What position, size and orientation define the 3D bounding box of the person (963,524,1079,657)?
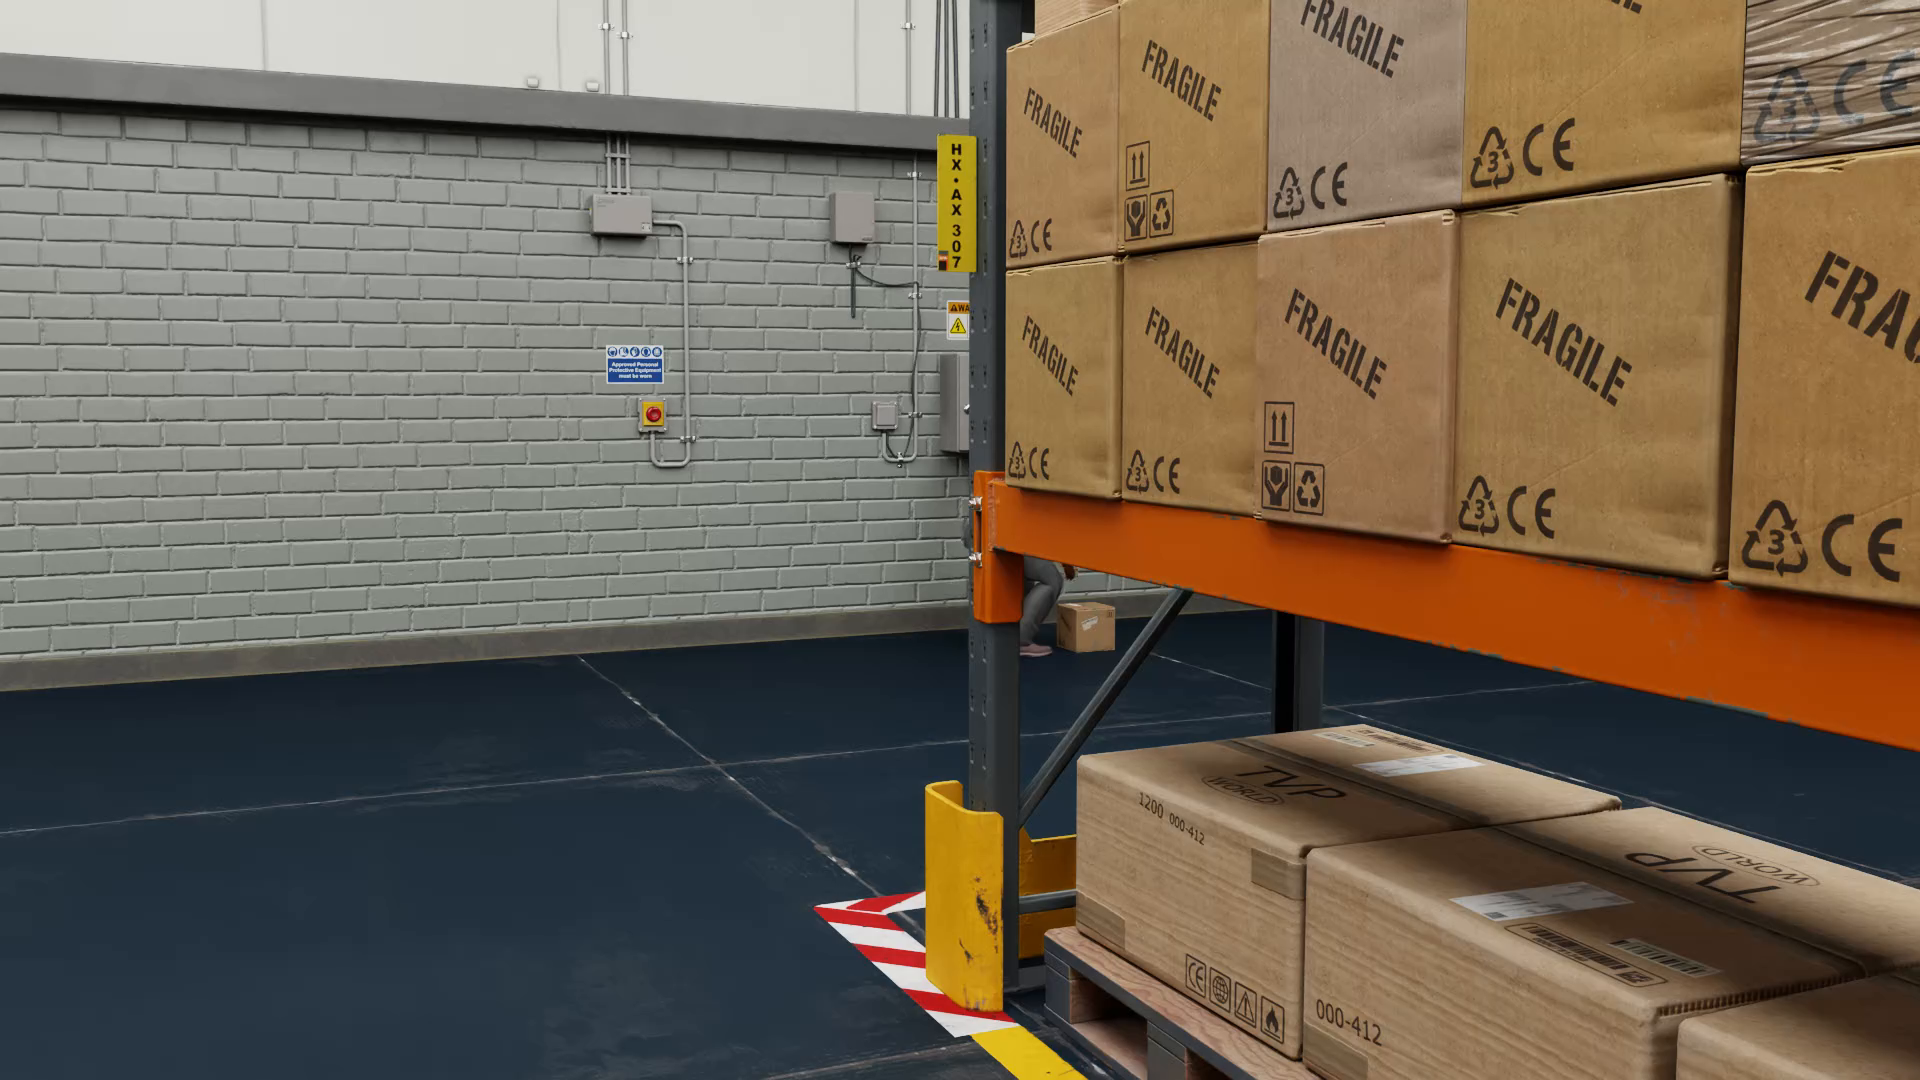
[{"bbox_3d":[0.342,0.010,9.454,0.683,1.277,0.496,-2,6,-24],"label":"person"}]
